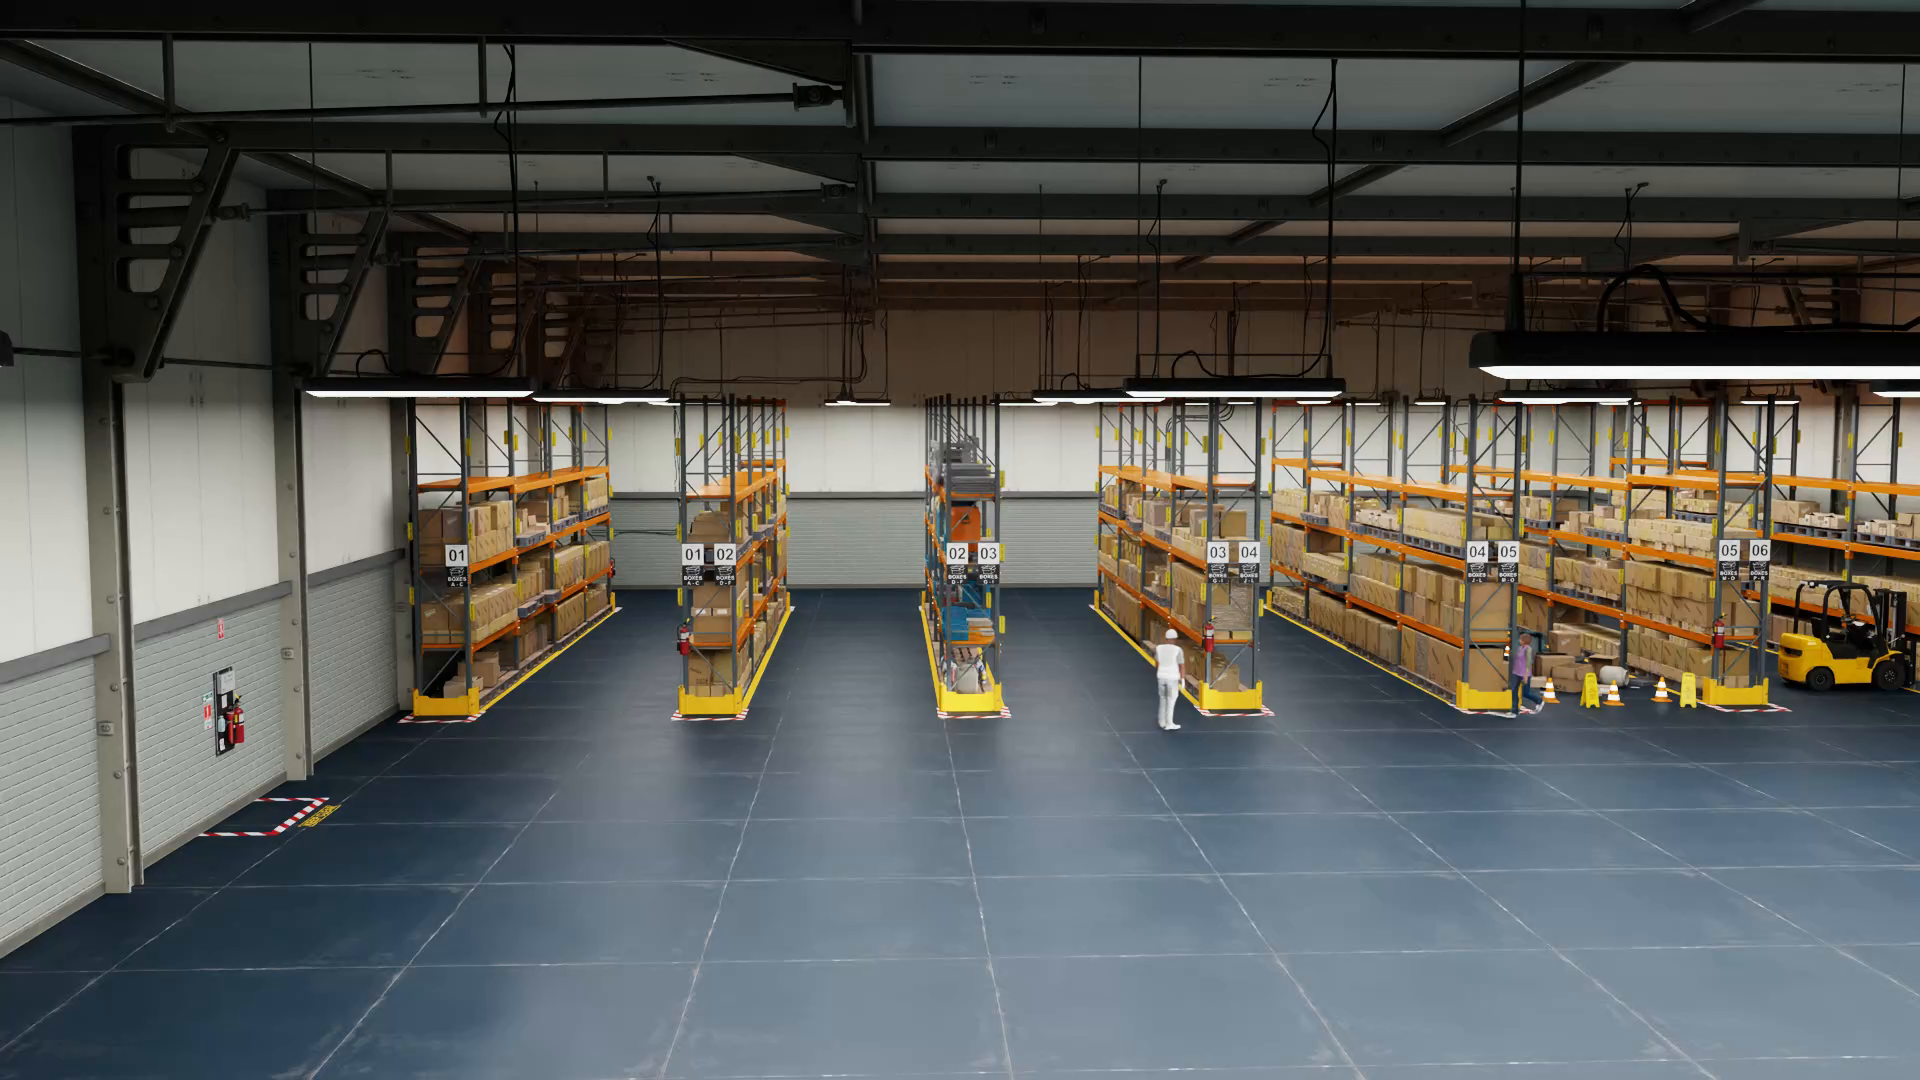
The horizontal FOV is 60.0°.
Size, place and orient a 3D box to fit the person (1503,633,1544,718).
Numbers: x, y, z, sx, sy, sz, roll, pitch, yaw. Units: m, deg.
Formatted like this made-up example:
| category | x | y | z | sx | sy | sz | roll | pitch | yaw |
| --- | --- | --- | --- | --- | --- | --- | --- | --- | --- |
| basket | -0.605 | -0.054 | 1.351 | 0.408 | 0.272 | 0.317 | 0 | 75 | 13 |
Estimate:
| category | x | y | z | sx | sy | sz | roll | pitch | yaw |
| --- | --- | --- | --- | --- | --- | --- | --- | --- | --- |
| person | 10.453 | 2.506 | 30.762 | 0.760 | 1.567 | 0.407 | -2 | 5 | -26 |

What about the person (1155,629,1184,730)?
| category | x | y | z | sx | sy | sz | roll | pitch | yaw |
| --- | --- | --- | --- | --- | --- | --- | --- | --- | --- |
| person | 3.766 | 2.478 | 29.683 | 0.581 | 1.791 | 0.441 | 4 | 6 | 39 |

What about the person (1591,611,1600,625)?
| category | x | y | z | sx | sy | sz | roll | pitch | yaw |
| --- | --- | --- | --- | --- | --- | --- | --- | --- | --- |
| person | 16.433 | 1.458 | 43.362 | 0.490 | 1.693 | 0.984 | 3 | 5 | 31 |
